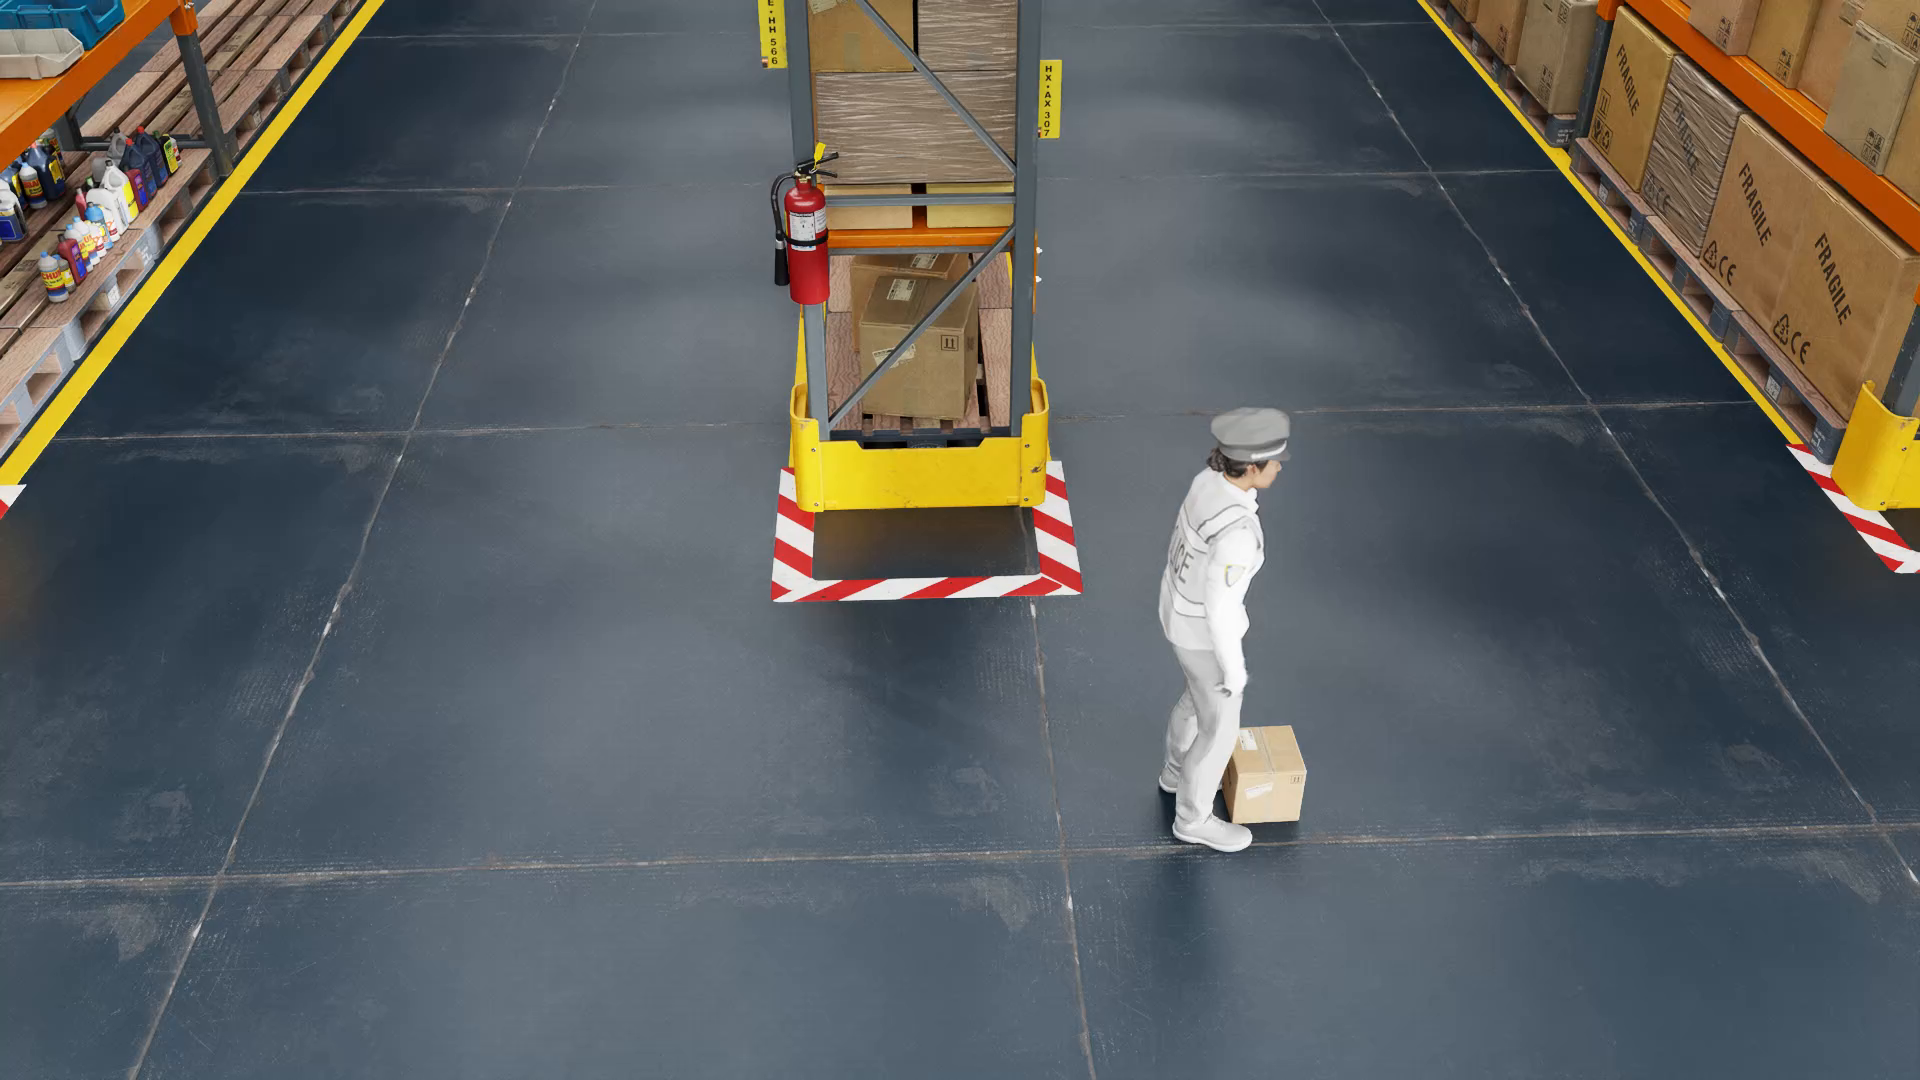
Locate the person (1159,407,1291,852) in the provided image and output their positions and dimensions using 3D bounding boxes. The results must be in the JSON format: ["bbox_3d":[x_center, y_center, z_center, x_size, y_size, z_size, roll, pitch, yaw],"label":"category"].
[{"bbox_3d":[0.874,0.305,5.714,0.372,1.663,0.529,-1,35,-2],"label":"person"}]
